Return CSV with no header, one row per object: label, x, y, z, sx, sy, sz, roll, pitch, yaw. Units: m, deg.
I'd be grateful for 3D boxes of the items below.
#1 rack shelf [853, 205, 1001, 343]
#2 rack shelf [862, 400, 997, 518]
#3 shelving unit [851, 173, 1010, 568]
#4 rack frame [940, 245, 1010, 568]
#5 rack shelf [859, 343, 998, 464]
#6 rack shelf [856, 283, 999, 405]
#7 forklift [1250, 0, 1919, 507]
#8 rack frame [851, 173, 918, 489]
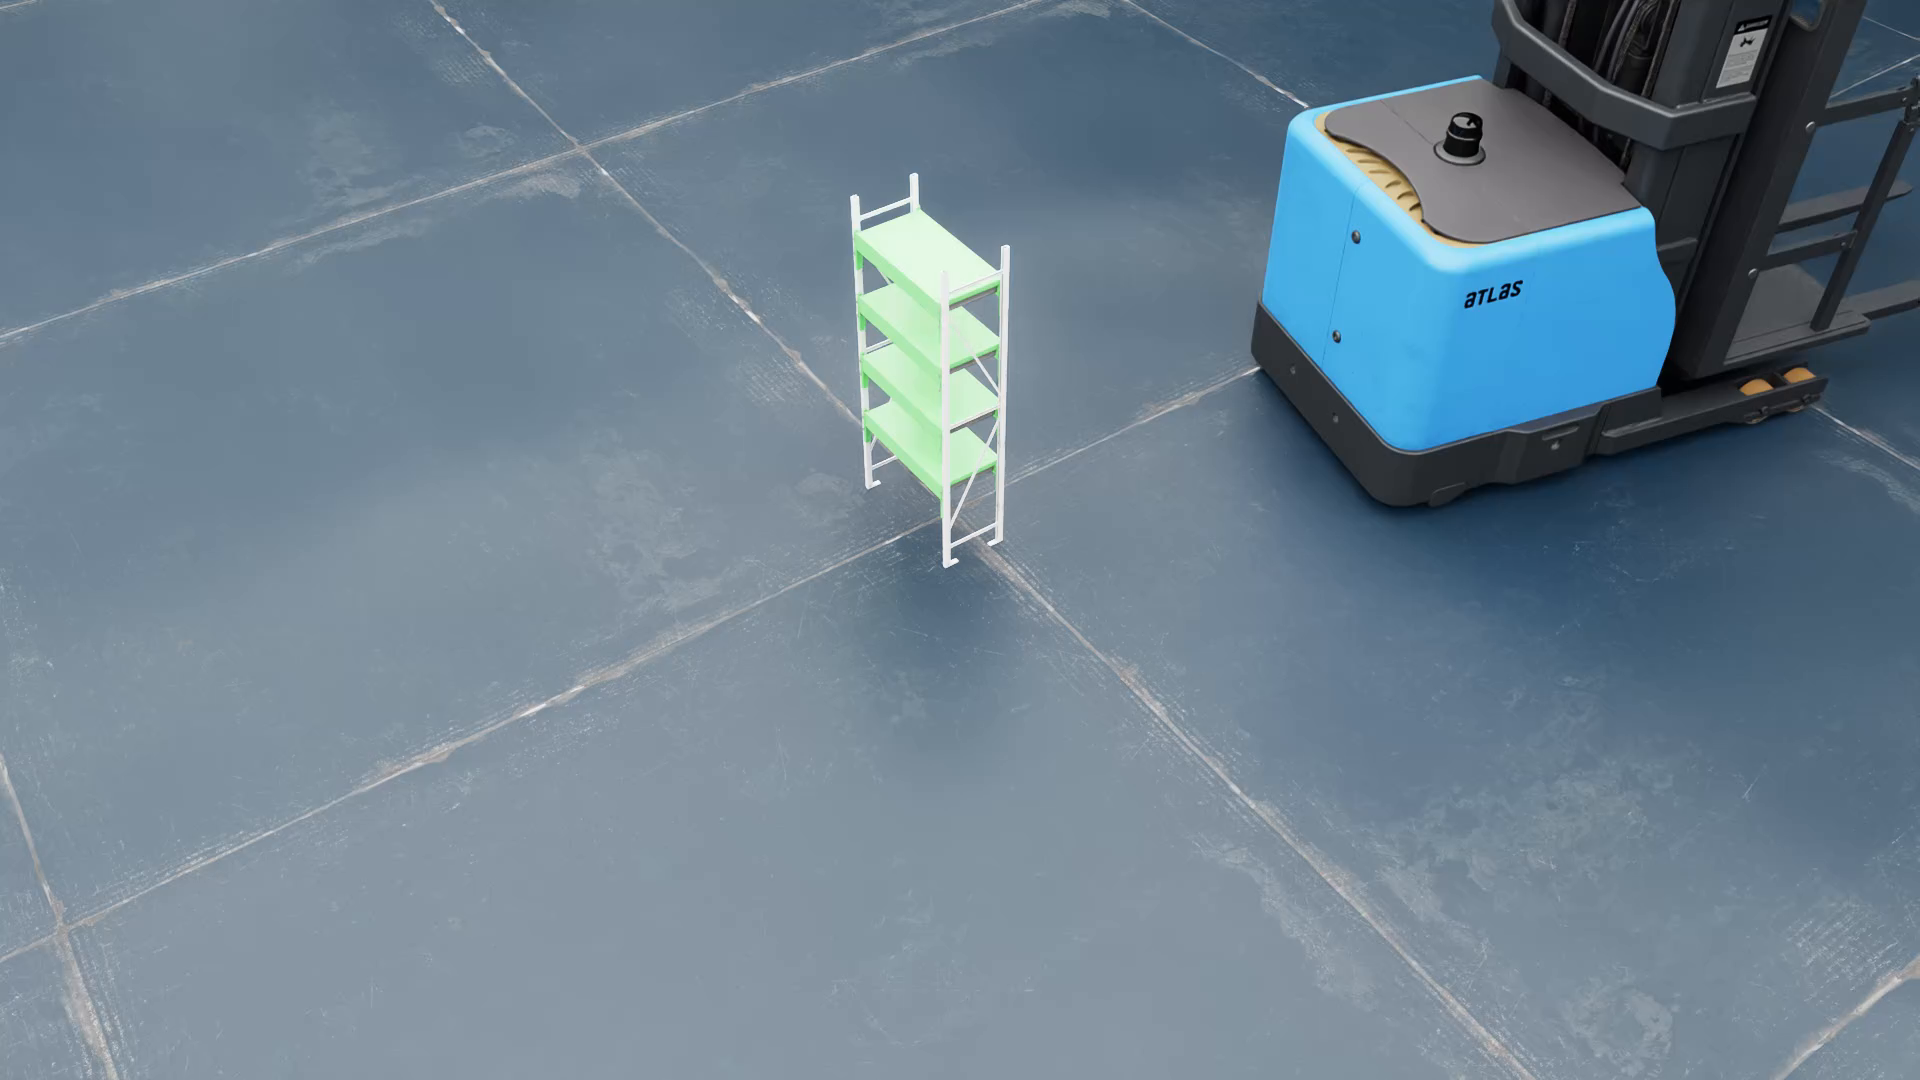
rack shelf,-0.095,-0.829,5.147,0.258,0.148,0.480,-26,49,-24
rack shelf,-0.095,-0.308,5.644,0.258,0.148,0.480,-26,49,-24
shelving unit,-0.095,-0.528,5.434,0.258,1.200,0.503,-26,49,-24
rack frame,0.045,-0.390,5.289,0.240,1.200,0.015,-26,49,-24
rack shelf,-0.095,-0.482,5.478,0.258,0.148,0.480,-26,49,-24
rack shelf,-0.095,-0.655,5.312,0.258,0.148,0.480,-26,49,-24
forklift,2.690,-1.819,5.532,3.031,2.935,1.130,-15,46,-15
rack frame,-0.234,-0.666,5.579,0.240,1.200,0.015,-26,49,-24
